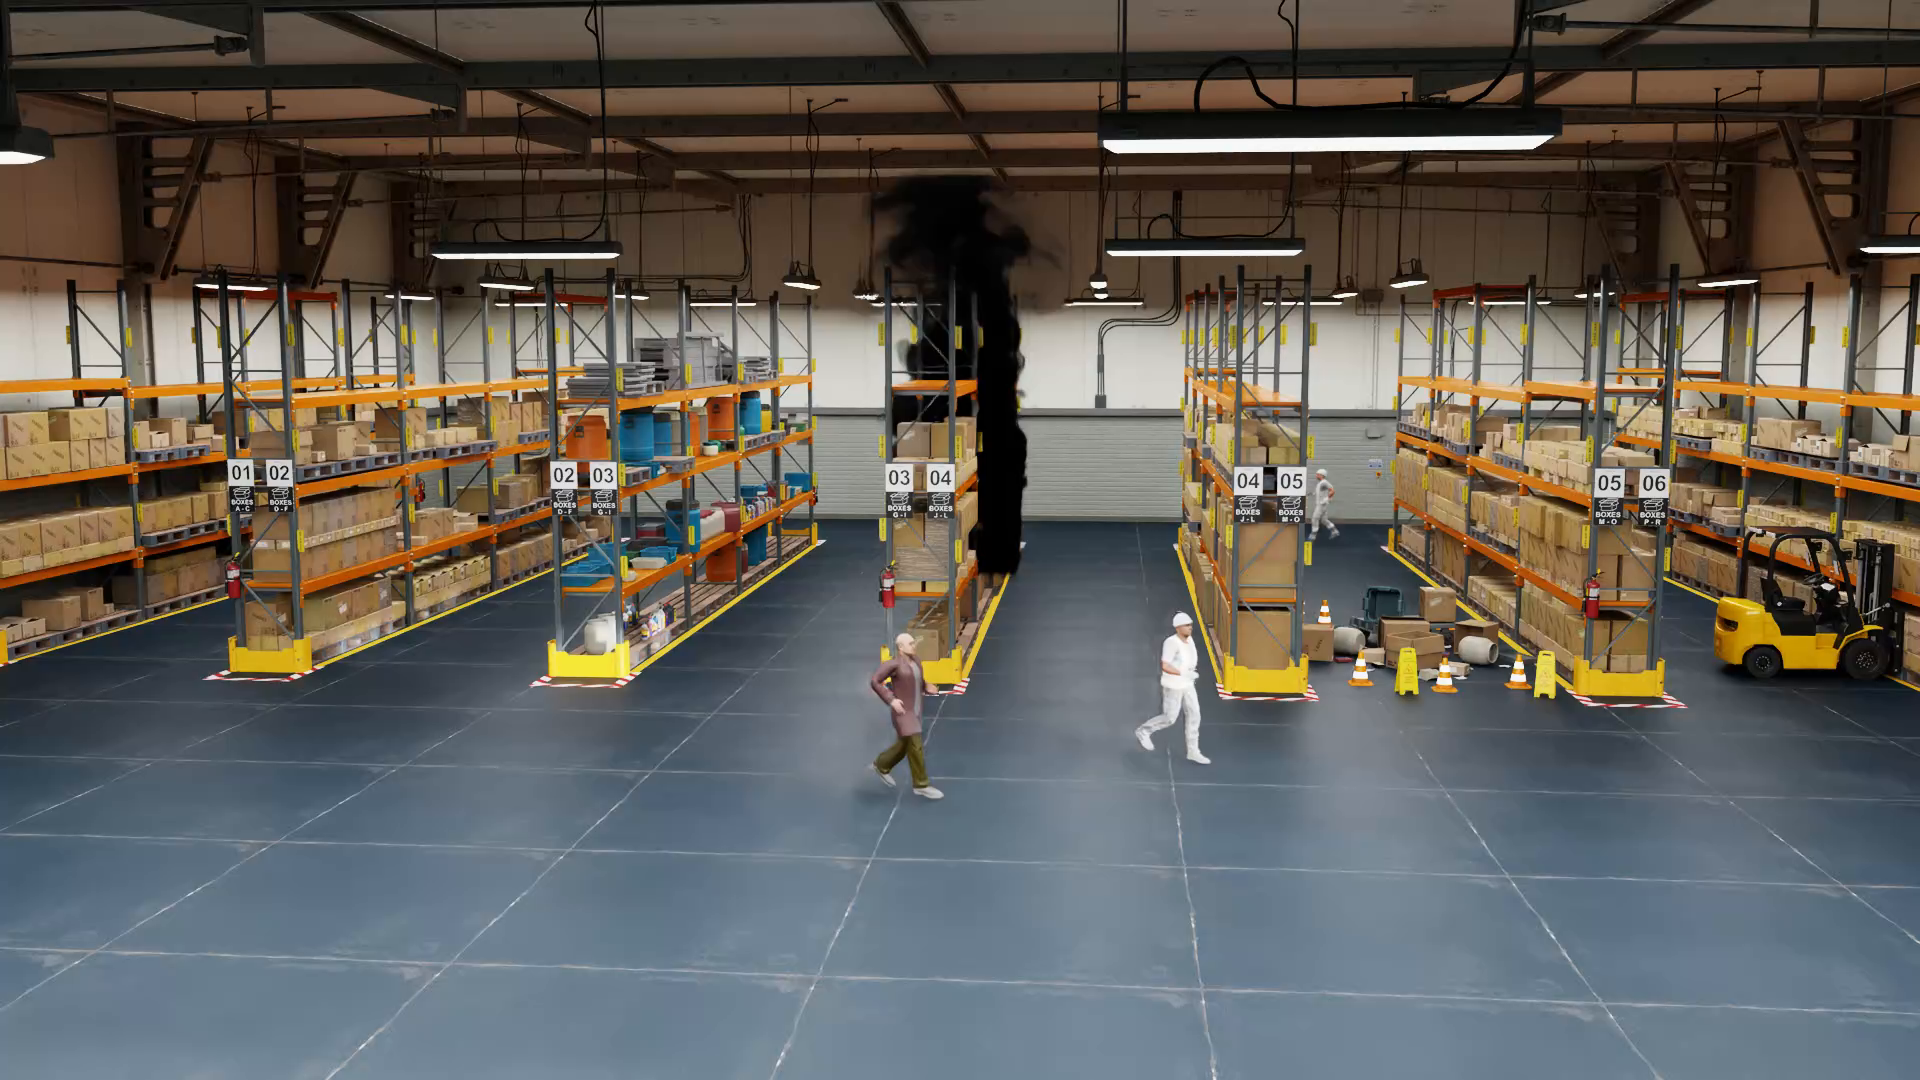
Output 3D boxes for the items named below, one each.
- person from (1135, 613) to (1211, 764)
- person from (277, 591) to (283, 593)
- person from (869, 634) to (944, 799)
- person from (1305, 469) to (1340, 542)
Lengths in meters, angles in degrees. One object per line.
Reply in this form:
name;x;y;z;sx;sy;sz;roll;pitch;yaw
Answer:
person;2.539;1.729;19.703;0.967;1.773;0.663;5;9;38
person;-11.868;0.596;29.464;0.542;1.733;0.716;0;7;0
person;-0.604;1.890;18.135;0.994;1.768;0.713;4;8;29
person;8.846;-0.822;40.586;0.887;1.834;0.676;1;7;6
